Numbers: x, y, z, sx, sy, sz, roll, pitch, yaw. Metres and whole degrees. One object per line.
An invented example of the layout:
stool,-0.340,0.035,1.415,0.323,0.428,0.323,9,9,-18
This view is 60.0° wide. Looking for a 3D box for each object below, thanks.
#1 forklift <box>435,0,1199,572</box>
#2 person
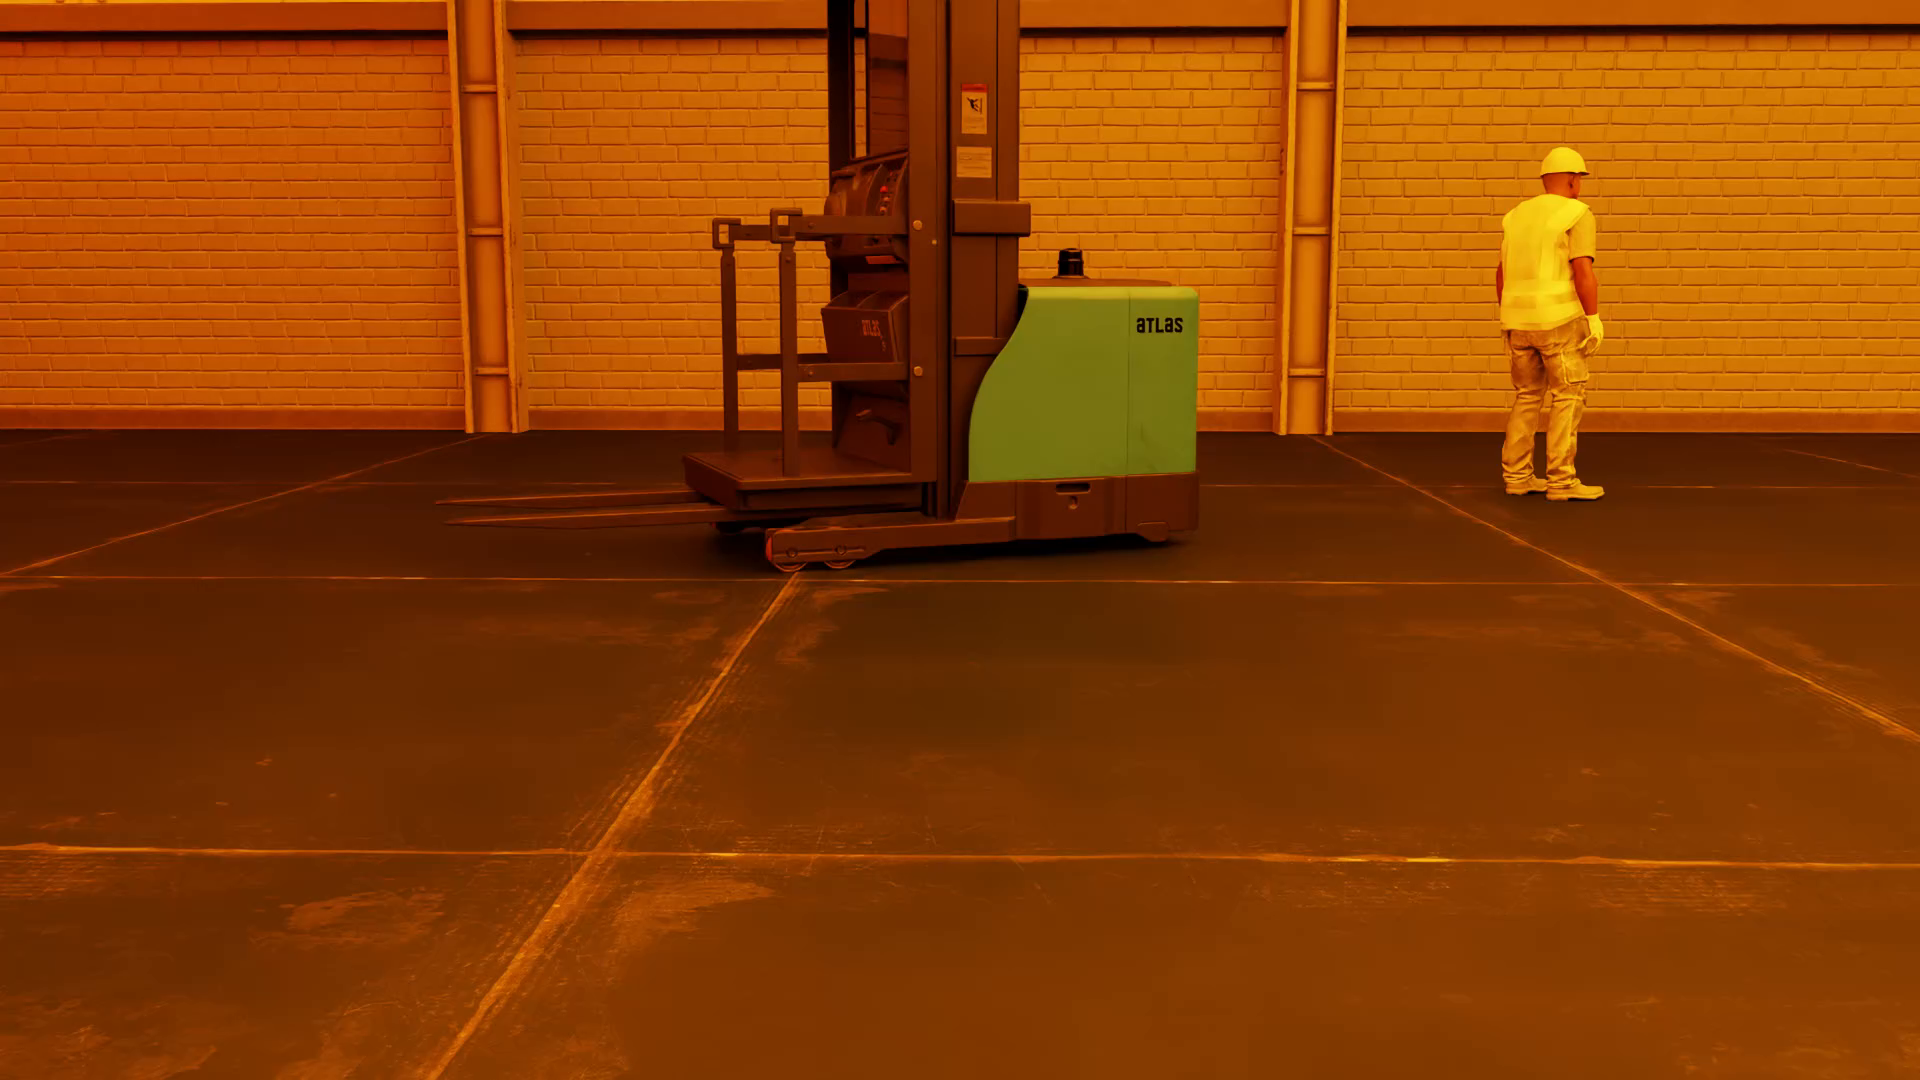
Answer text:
forklift,-0.569,-1.416,6.694,3.031,2.935,1.130,-3,9,-20
person,3.016,-1.105,8.504,0.451,1.772,0.618,-5,10,-28
